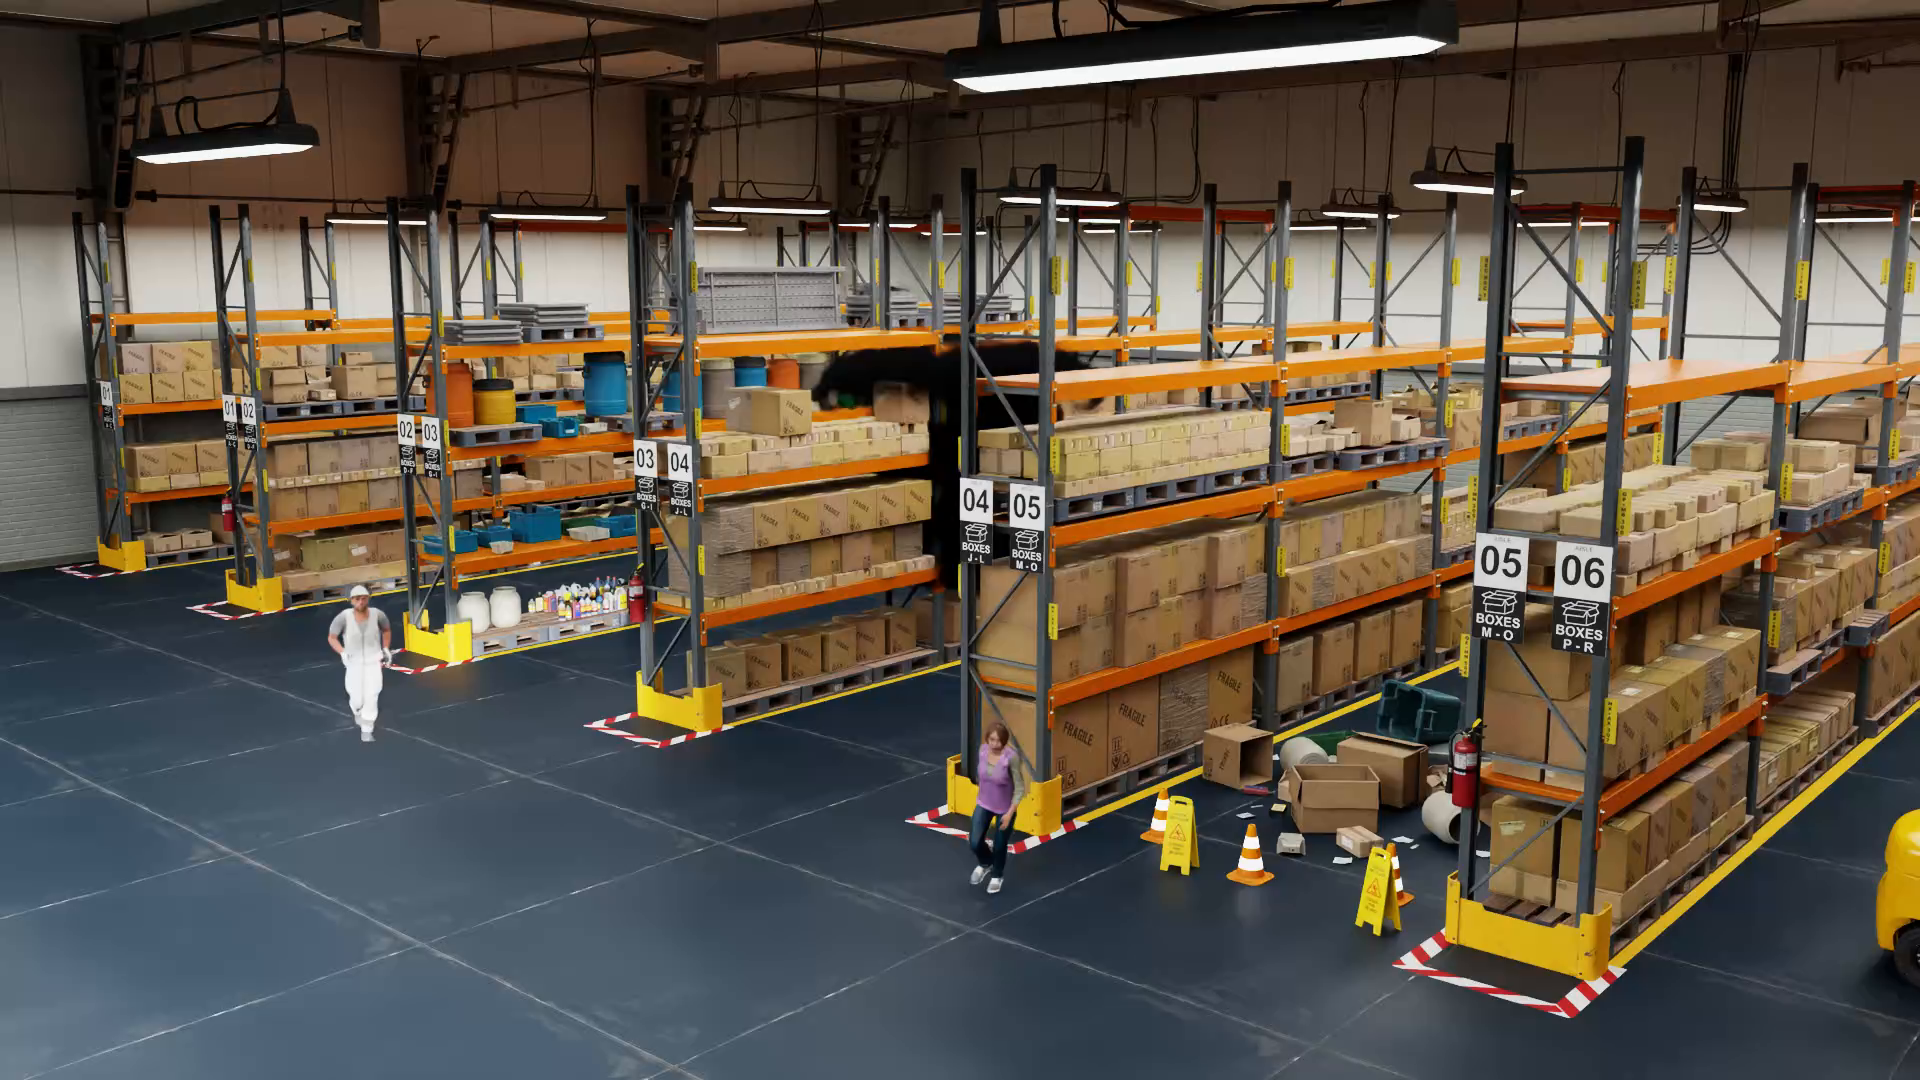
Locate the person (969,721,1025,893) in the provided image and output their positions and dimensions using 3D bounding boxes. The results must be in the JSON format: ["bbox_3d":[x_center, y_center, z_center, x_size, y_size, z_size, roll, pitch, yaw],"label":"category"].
[{"bbox_3d":[0.305,2.187,13.535,0.529,1.538,0.662,3,10,19],"label":"person"}]

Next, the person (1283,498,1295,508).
[{"bbox_3d":[4.580,0.291,23.182,0.555,1.652,0.829,8,12,40],"label":"person"}]

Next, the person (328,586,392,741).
[{"bbox_3d":[-6.548,1.323,18.195,0.654,1.733,0.713,-4,10,-22],"label":"person"}]
